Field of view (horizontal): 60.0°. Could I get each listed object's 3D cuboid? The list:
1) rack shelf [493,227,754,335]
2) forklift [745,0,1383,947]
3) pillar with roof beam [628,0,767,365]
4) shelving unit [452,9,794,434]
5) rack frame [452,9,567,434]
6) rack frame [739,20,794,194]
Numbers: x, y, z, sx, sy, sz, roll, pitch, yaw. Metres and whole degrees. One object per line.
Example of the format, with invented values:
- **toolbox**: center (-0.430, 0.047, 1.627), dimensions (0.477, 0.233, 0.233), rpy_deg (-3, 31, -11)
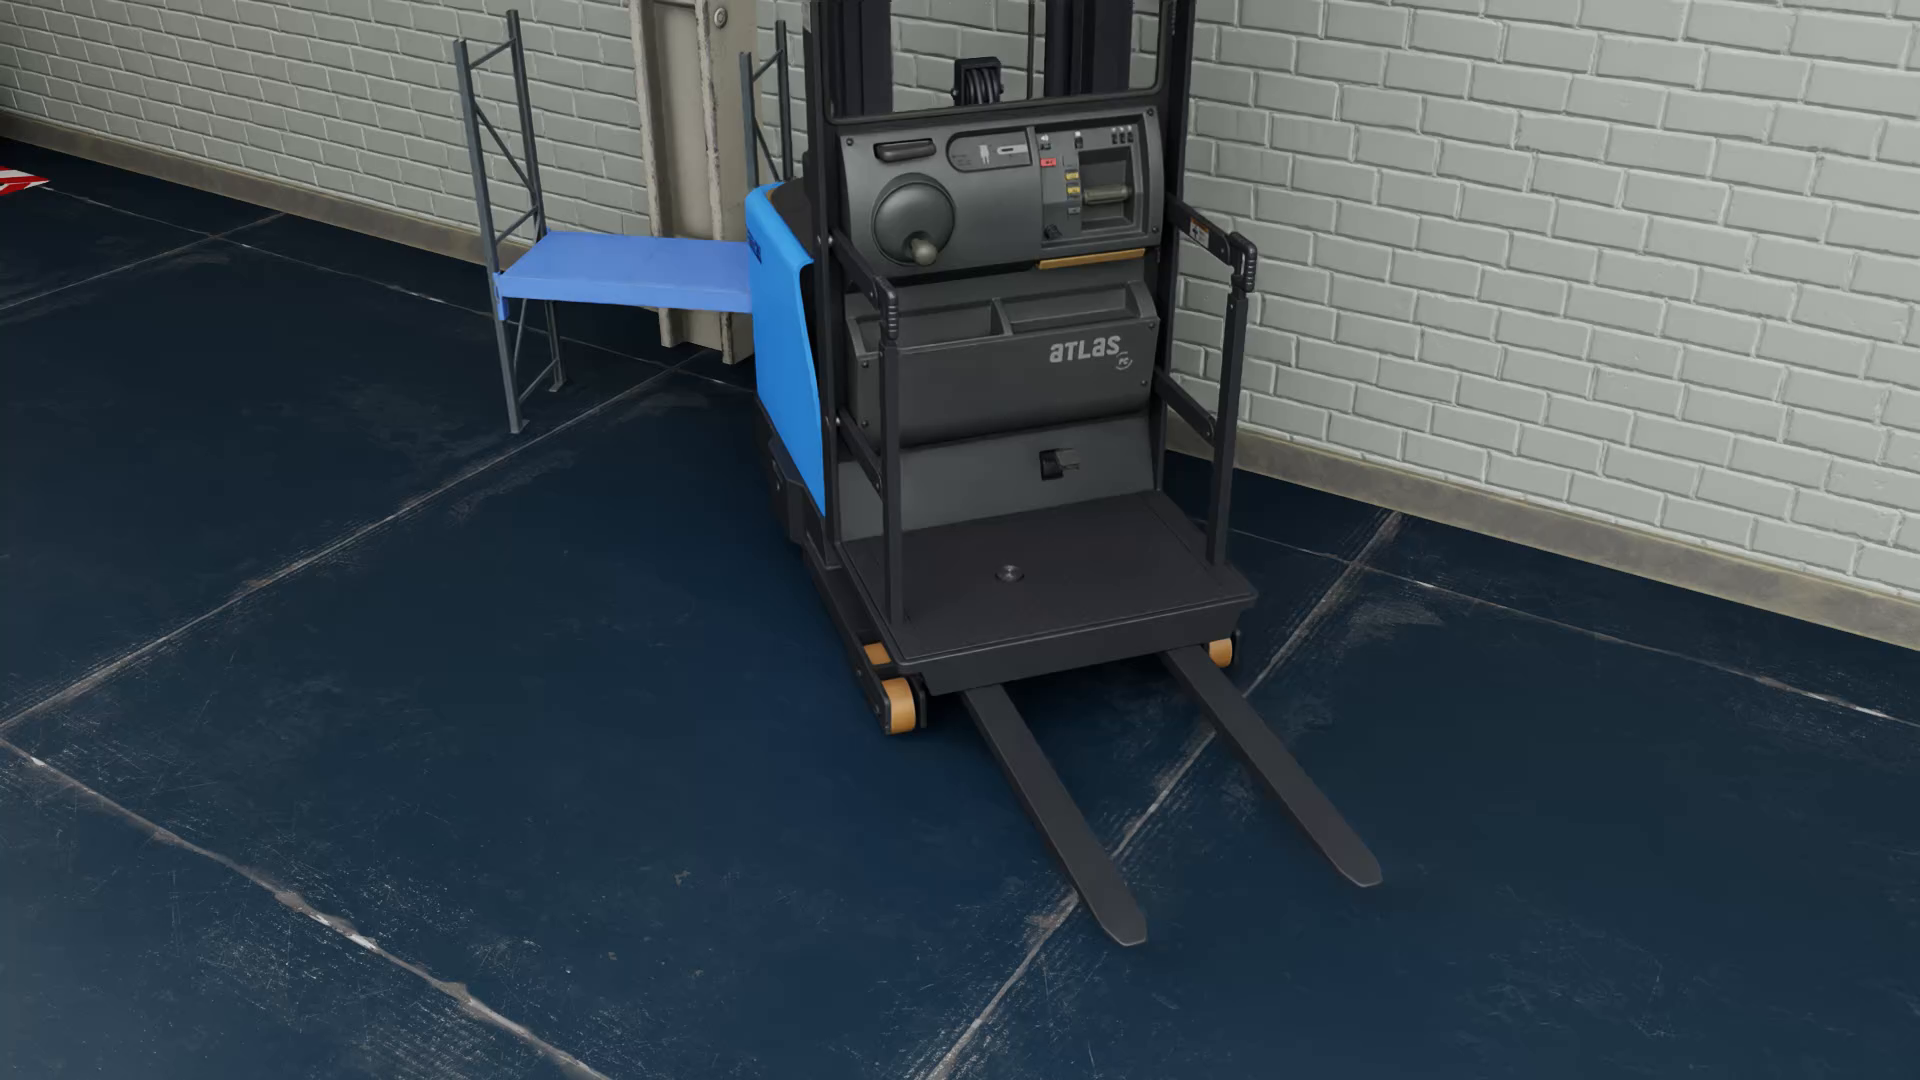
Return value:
- **rack shelf**: center (-1.184, -0.986, 6.308), dimensions (1.000, 0.185, 0.538), rpy_deg (5, 31, 8)
- **forklift**: center (0.199, -0.936, 4.445), dimensions (1.130, 2.935, 3.031), rpy_deg (-10, 32, -16)
- **pillar with roof beam**: center (-3.335, -2.907, 1.803), dimensions (0.400, 9.000, 9.100), rpy_deg (18, 35, 27)
- **shelving unit**: center (-1.184, -1.141, 6.217), dimensions (1.048, 1.500, 0.538), rpy_deg (5, 31, 8)
- **rack frame**: center (-1.685, -1.184, 6.291), dimensions (0.032, 1.500, 0.500), rpy_deg (5, 31, 8)
- **rack frame**: center (-0.683, -1.098, 6.144), dimensions (0.032, 1.500, 0.500), rpy_deg (5, 31, 8)
